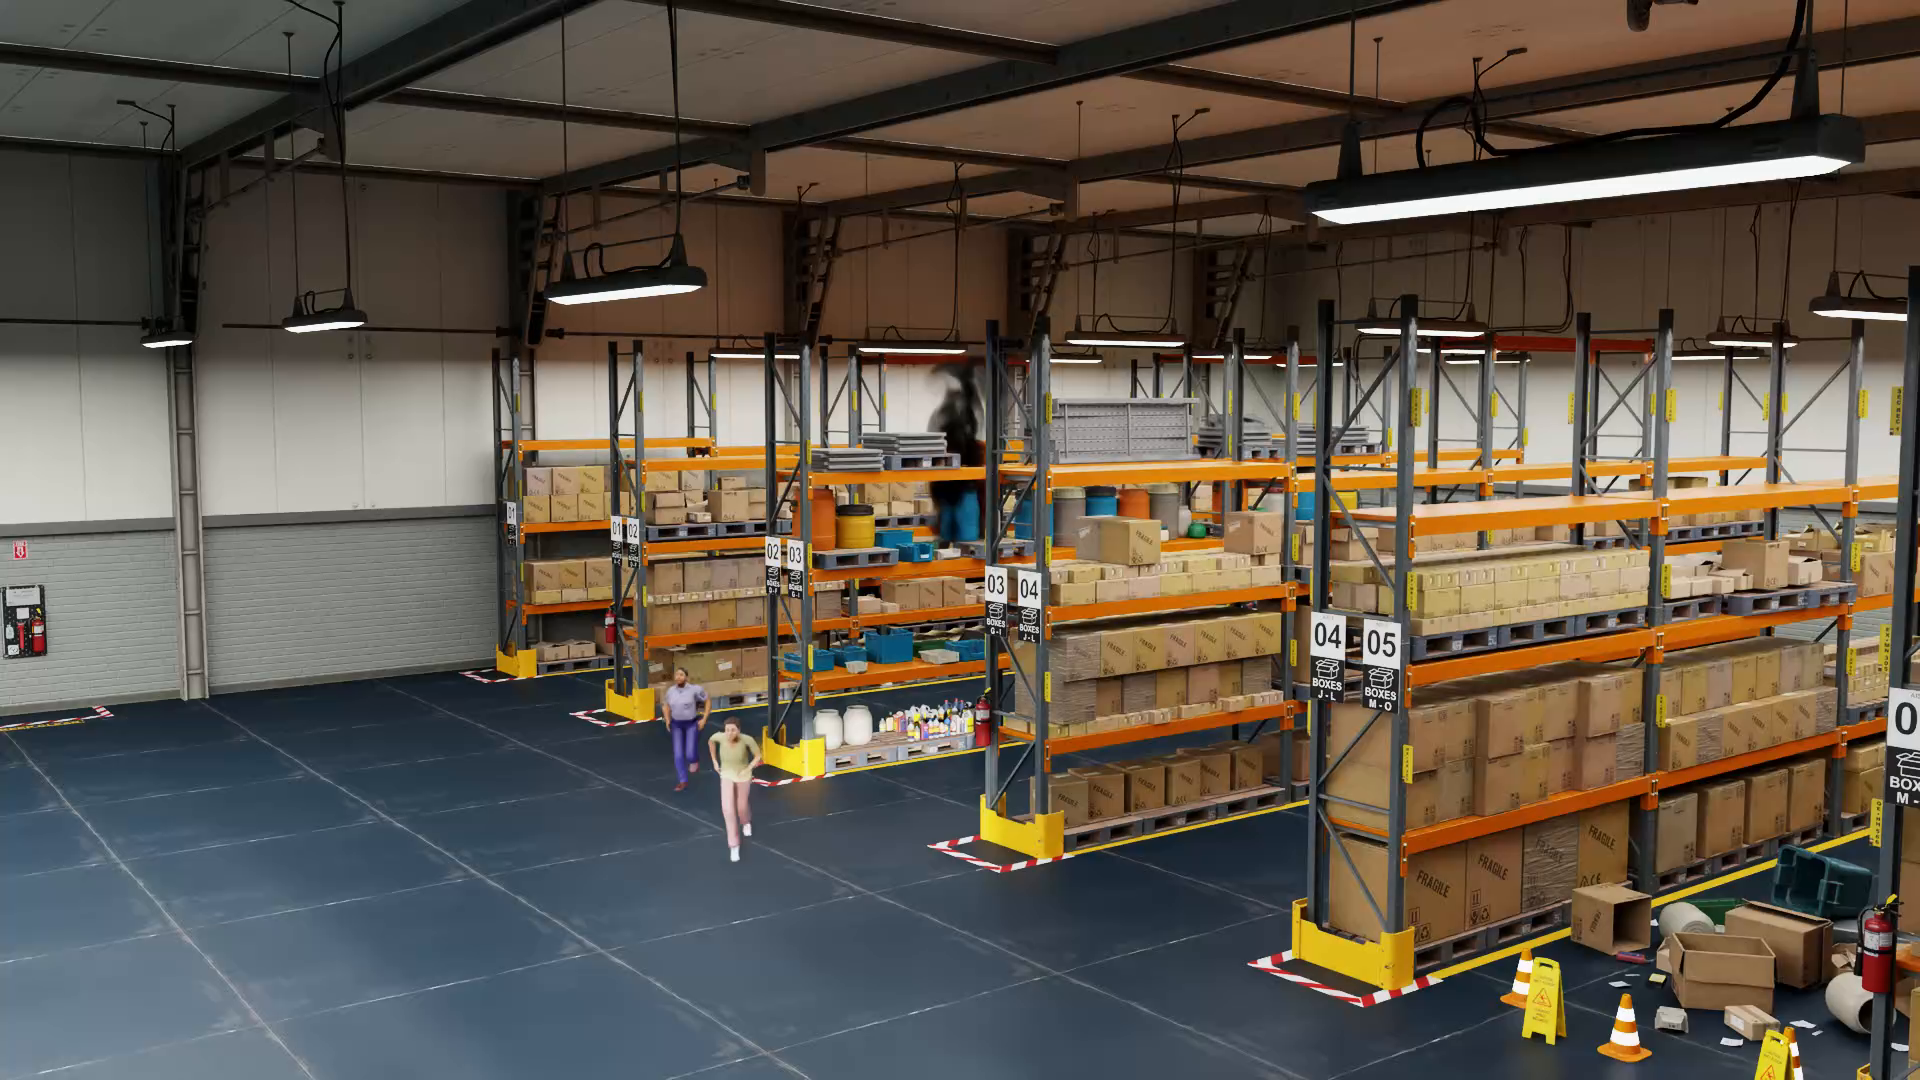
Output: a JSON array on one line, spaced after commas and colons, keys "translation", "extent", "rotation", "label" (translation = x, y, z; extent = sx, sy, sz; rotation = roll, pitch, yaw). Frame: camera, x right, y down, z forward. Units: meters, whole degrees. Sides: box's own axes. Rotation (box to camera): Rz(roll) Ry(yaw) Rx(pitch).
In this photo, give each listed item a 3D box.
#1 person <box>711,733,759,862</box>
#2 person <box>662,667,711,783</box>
[{"translation": [-2.508, 2.838, 18.849], "extent": [0.561, 1.421, 1.003], "rotation": [0, 5, 5], "label": "person"}, {"translation": [-3.593, 2.422, 21.795], "extent": [0.634, 1.539, 0.575], "rotation": [1, 5, 6], "label": "person"}]
